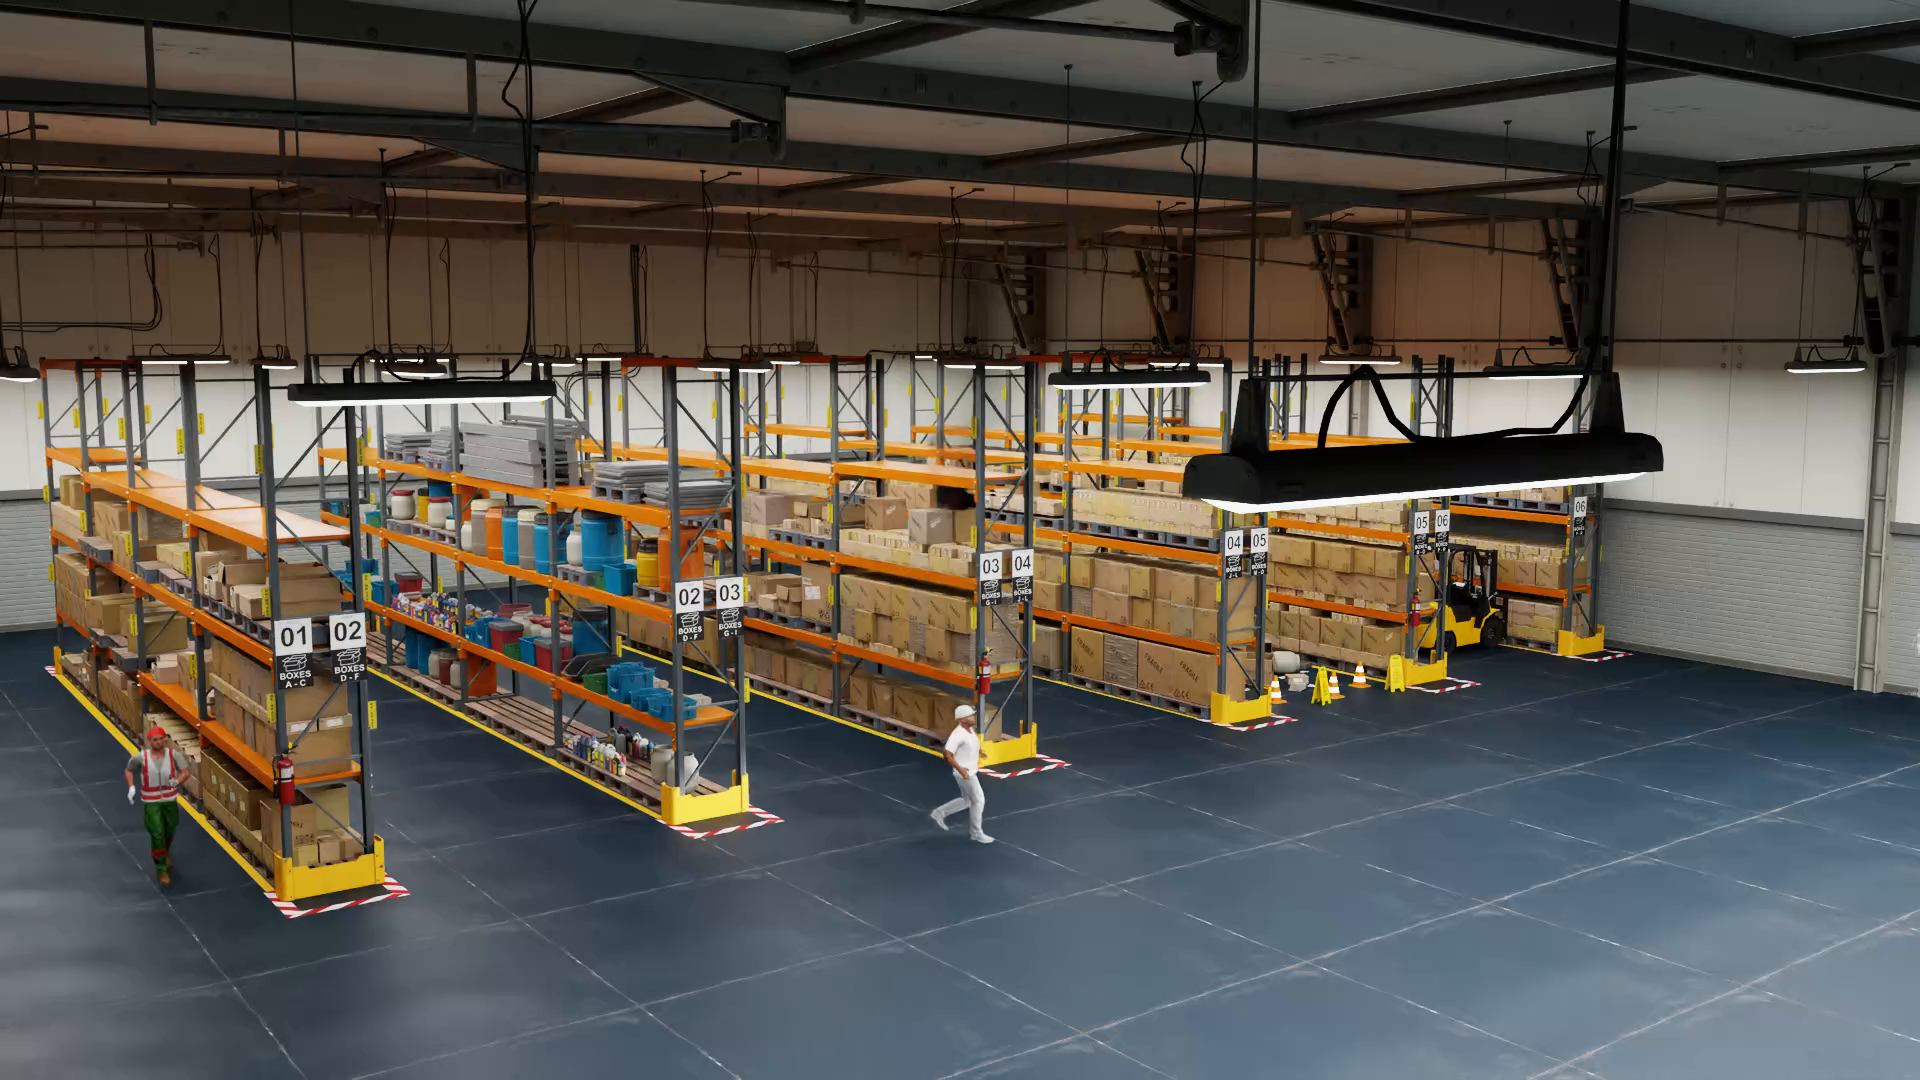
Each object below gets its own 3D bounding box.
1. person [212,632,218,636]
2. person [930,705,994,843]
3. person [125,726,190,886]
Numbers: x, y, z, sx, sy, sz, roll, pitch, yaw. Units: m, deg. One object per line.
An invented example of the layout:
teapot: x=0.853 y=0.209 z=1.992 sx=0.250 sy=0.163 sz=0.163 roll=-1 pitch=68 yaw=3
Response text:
person: x=-14.148 y=1.712 z=31.772 sx=0.546 sy=1.623 sz=0.569 roll=5 pitch=9 yaw=38
person: x=0.028 y=2.947 z=21.059 sx=0.823 sy=1.763 sz=0.690 roll=1 pitch=7 yaw=7
person: x=-9.413 y=3.072 z=19.563 sx=0.666 sy=1.793 sz=0.922 roll=-5 pitch=8 yaw=-36
